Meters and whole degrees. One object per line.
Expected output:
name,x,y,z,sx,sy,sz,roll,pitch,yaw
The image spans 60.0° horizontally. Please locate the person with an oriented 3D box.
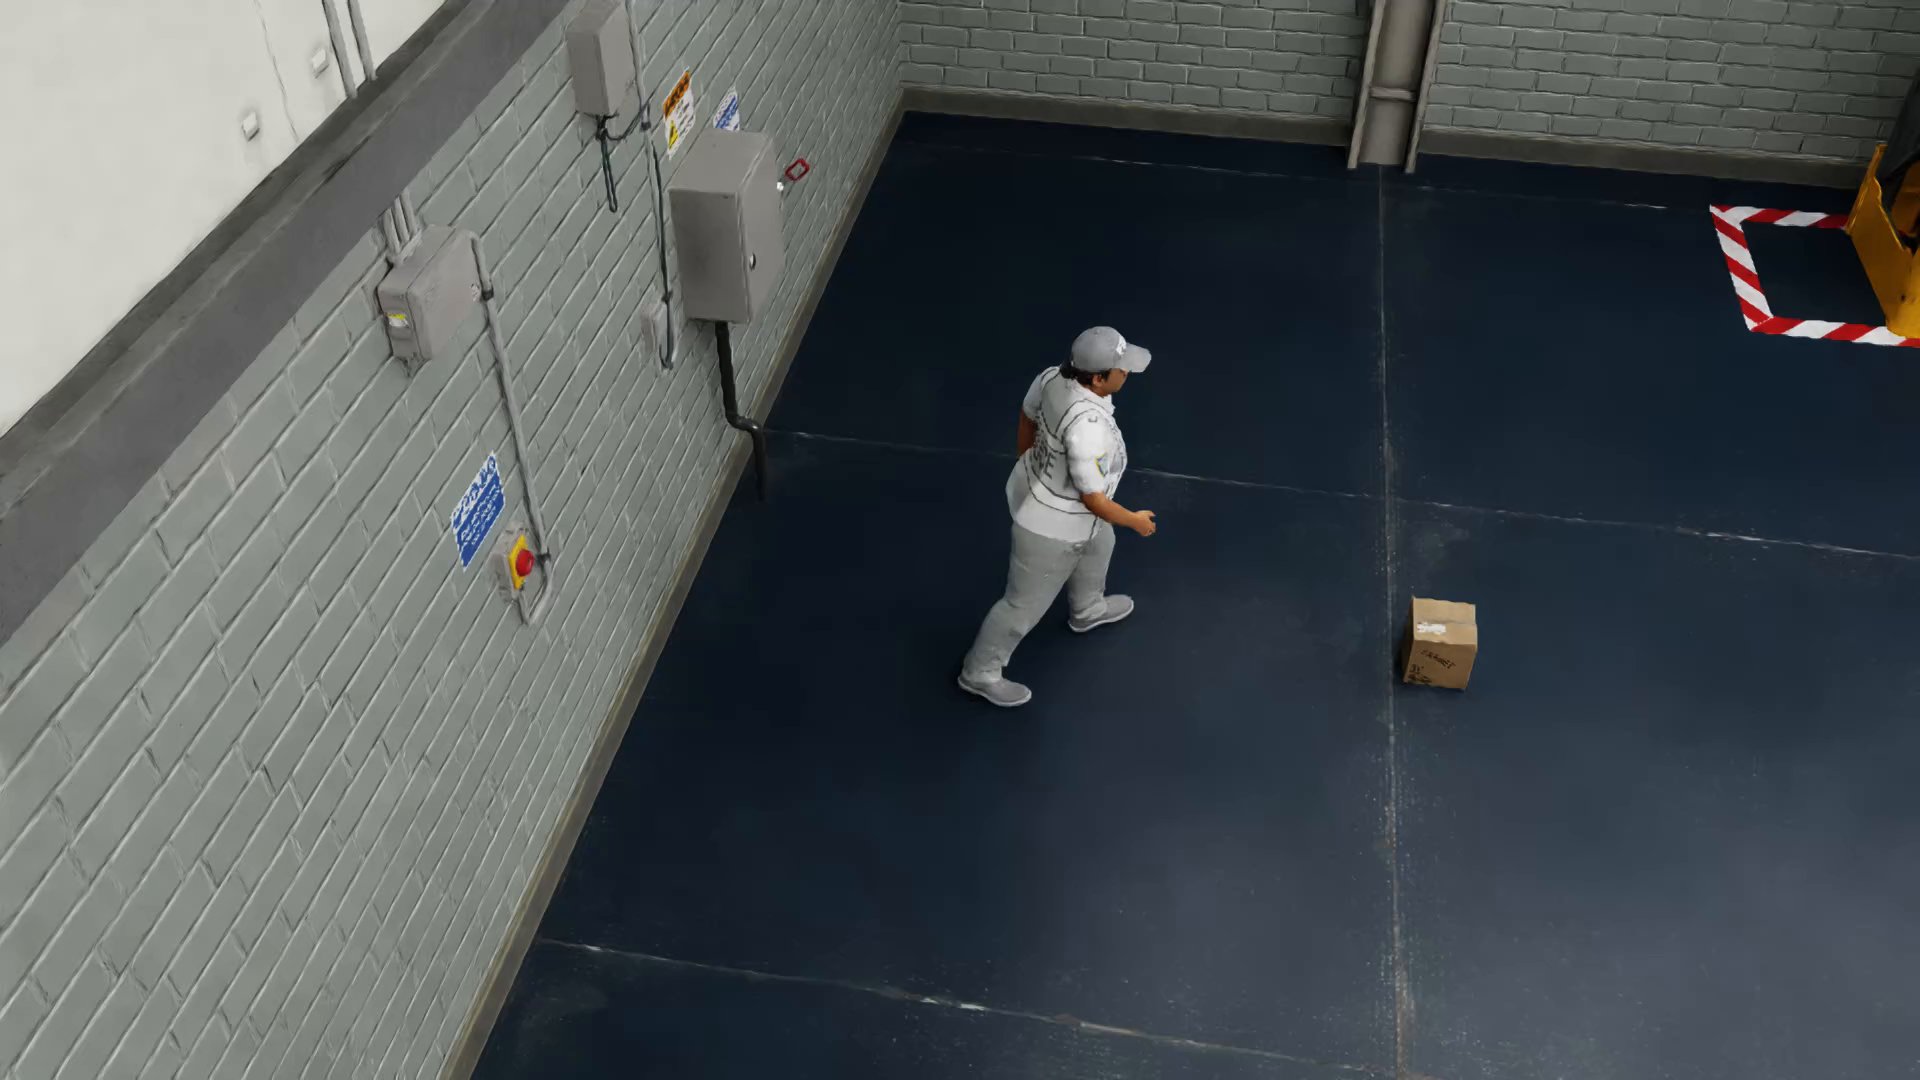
person,0.368,-0.117,6.312,0.779,1.612,0.627,-3,41,-4
